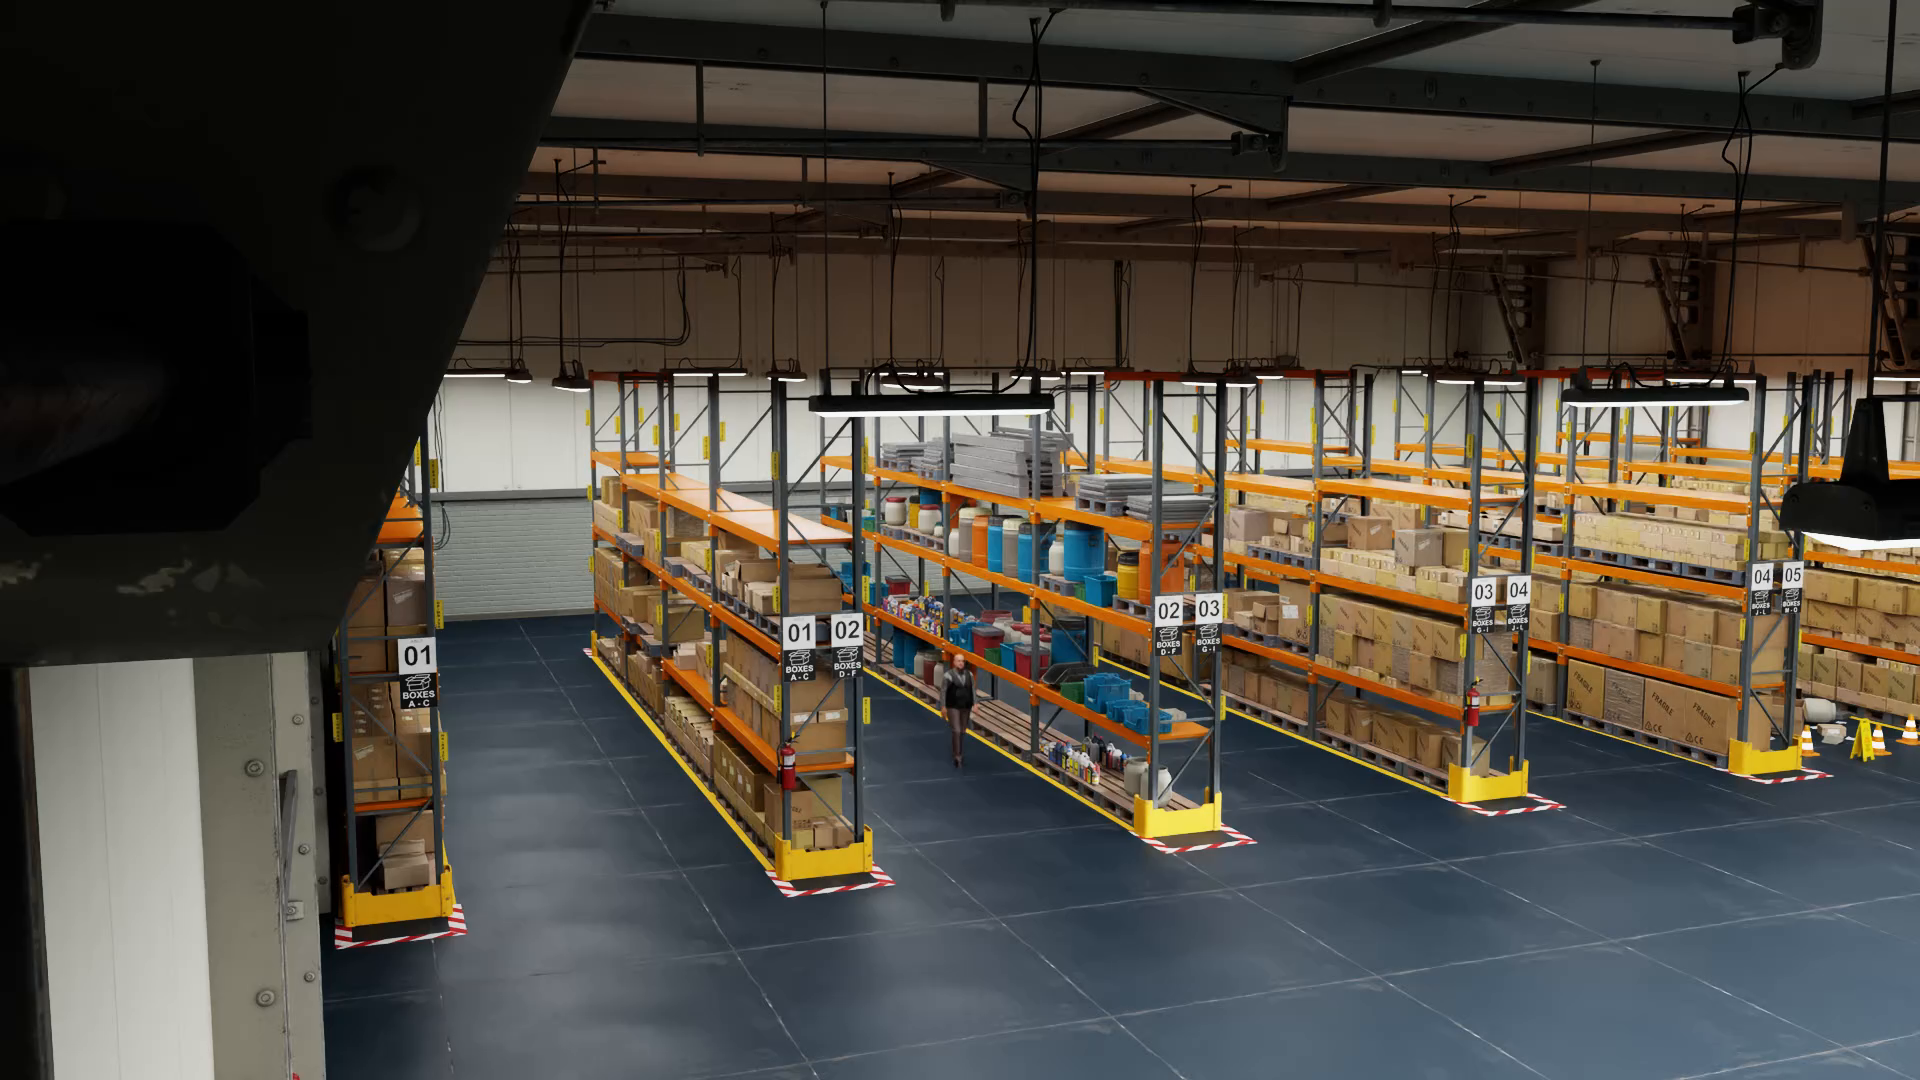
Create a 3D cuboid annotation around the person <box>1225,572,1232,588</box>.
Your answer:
[{"bbox_3d":[6.822,0.761,42.701,0.423,1.586,0.486,4,7,31],"label":"person"}]

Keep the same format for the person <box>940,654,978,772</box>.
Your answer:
[{"bbox_3d":[0.012,2.632,25.652,0.558,1.747,0.748,-4,7,-31],"label":"person"}]
